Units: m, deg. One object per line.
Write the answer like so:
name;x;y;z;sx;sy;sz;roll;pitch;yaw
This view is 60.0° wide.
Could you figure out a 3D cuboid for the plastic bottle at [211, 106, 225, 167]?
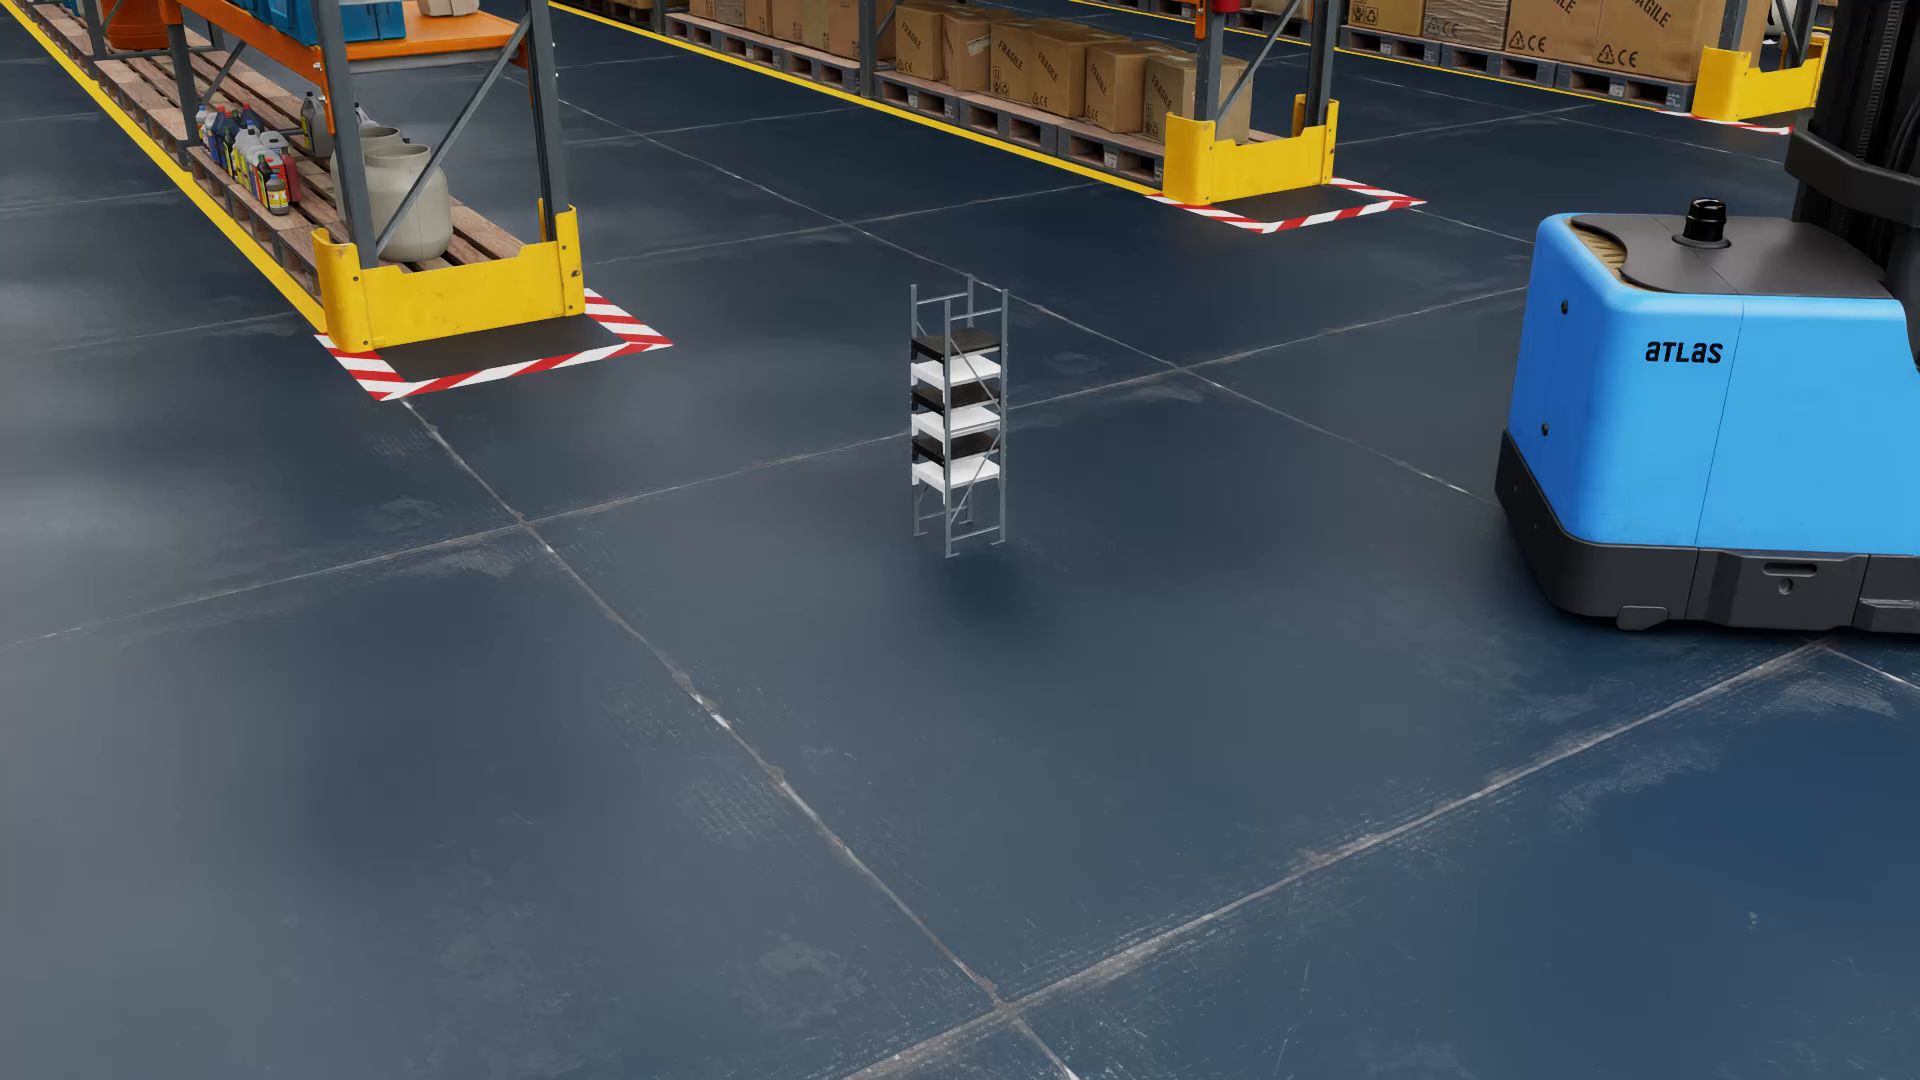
plastic bottle;-4.395;-2.421;9.953;0.144;0.351;0.185;-15;29;-28

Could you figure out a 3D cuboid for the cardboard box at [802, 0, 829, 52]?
cardboard box;-0.900;-4.428;14.029;0.700;0.500;0.500;-16;29;-30

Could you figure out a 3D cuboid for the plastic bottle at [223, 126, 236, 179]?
plastic bottle;-4.237;-2.254;9.678;0.061;0.283;0.133;-14;29;-27

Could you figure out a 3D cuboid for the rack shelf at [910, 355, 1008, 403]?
rack shelf;-0.004;-0.542;5.501;0.258;0.077;0.200;-16;29;-30

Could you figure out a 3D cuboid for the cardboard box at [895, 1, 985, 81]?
cardboard box;-0.153;-3.867;12.864;0.500;0.500;0.500;-17;30;-31

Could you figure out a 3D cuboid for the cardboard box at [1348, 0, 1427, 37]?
cardboard box;4.157;-5.067;14.967;0.875;0.875;0.875;-15;29;-29

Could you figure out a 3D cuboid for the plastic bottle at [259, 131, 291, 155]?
plastic bottle;-3.950;-2.211;9.596;0.152;0.276;0.135;-16;29;-30

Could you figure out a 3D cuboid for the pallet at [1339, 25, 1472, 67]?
pallet;4.222;-4.528;15.095;1.003;0.211;1.213;-16;29;-30

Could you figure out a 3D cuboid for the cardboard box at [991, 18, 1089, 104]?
cardboard box;0.570;-3.460;12.002;0.500;0.500;0.500;-19;31;-34

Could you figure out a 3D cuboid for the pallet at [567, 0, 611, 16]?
pallet;-3.551;-5.865;17.927;1.003;0.211;1.213;-16;29;-30

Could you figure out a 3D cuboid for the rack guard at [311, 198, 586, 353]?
rack guard;-2.385;-1.261;7.835;1.175;0.500;0.348;-16;29;-30

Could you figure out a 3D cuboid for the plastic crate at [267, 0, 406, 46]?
plastic crate;-2.828;-2.417;7.530;0.499;0.251;0.616;-16;29;-30

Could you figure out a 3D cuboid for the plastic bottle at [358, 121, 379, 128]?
plastic bottle;-3.529;-2.366;9.924;0.152;0.276;0.135;-15;29;-29

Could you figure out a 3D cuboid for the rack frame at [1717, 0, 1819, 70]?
rack frame;6.056;-4.649;12.084;1.000;3.000;0.127;-16;29;-30

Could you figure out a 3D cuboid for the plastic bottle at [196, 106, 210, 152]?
plastic bottle;-4.681;-2.555;10.328;0.097;0.271;0.097;0;25;0

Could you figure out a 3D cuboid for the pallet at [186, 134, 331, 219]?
pallet;-4.156;-2.295;10.363;1.003;0.211;1.213;-16;29;-30

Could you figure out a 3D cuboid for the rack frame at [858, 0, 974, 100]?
rack frame;-0.338;-4.960;12.743;1.000;3.000;0.127;-16;29;-30

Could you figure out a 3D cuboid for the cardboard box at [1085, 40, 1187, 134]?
cardboard box;1.163;-3.022;11.073;0.500;0.500;0.500;-8;26;-16

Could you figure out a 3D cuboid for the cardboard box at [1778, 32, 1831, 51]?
cardboard box;7.741;-4.547;15.208;0.380;0.149;0.250;-1;25;-3

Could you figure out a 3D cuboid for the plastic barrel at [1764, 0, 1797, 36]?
plastic barrel;7.752;-5.060;15.972;0.512;0.421;0.421;3;25;6

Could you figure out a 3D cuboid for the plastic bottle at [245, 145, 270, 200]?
plastic bottle;-3.865;-2.043;9.239;0.152;0.276;0.135;-16;30;-31

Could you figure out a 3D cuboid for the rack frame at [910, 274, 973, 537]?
rack frame;-0.060;-0.446;5.641;0.240;0.900;0.006;-16;29;-30

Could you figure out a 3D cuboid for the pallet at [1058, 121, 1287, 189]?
pallet;1.390;-2.594;10.998;1.003;0.211;1.213;-16;29;-30

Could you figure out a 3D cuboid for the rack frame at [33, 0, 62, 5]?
rack frame;-8.855;-6.667;16.359;1.000;3.000;0.127;-16;29;-30

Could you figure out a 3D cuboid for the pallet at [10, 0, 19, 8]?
pallet;-9.959;-6.097;18.417;1.003;0.211;1.213;-16;29;-30

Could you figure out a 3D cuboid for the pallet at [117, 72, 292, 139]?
pallet;-5.619;-3.253;12.394;1.003;0.211;1.213;-16;29;-30

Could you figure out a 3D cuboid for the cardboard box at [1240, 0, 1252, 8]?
cardboard box;2.935;-5.799;16.664;1.050;0.750;0.750;-16;29;-30

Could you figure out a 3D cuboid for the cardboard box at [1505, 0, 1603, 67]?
cardboard box;5.149;-4.419;13.595;0.875;0.875;0.875;-16;30;-30

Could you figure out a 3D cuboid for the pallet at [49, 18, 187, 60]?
pallet;-7.799;-4.683;15.424;1.003;0.211;1.213;-16;29;-30

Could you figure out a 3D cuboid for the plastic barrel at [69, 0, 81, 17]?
plastic barrel;-8.186;-5.456;15.760;0.600;0.901;0.708;-16;29;-30

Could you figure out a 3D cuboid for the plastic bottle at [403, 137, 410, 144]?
plastic bottle;-3.141;-2.152;9.461;0.061;0.283;0.133;-15;29;-29

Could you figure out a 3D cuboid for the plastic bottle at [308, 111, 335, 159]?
plastic bottle;-3.901;-2.497;10.202;0.152;0.276;0.135;-16;29;-30

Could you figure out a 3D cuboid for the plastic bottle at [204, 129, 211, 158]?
plastic bottle;-4.570;-2.450;10.189;0.097;0.201;0.097;0;25;0

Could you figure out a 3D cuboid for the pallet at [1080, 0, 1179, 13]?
pallet;2.056;-5.950;18.106;1.003;0.211;1.213;-16;29;-30

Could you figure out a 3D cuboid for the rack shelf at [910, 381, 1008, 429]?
rack shelf;-0.004;-0.461;5.540;0.258;0.077;0.200;-16;29;-30

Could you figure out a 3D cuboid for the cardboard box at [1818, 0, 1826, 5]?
cardboard box;8.653;-5.564;16.752;0.500;0.250;0.500;-16;30;-30

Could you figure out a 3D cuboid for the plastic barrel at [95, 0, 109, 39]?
plastic barrel;-7.336;-4.653;14.516;0.421;0.512;0.421;0;25;0

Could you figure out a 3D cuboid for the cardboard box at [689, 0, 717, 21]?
cardboard box;-2.139;-5.224;15.715;0.700;0.500;0.500;-17;30;-32

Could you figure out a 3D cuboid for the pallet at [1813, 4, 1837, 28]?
pallet;9.031;-5.340;16.813;1.003;0.211;1.213;-16;29;-30

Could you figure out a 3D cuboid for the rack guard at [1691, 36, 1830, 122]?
rack guard;6.069;-3.510;12.599;1.175;0.500;0.348;-16;29;-30

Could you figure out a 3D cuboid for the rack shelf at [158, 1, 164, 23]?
rack shelf;-5.580;-4.196;11.967;1.077;0.370;4.000;-16;29;-30

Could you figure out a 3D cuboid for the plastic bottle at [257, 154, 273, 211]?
plastic bottle;-3.753;-1.938;9.008;0.061;0.283;0.133;-15;29;-28

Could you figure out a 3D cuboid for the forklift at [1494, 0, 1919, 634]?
forklift;3.384;-1.196;4.851;3.031;2.935;1.130;2;25;5

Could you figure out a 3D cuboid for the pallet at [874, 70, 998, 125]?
pallet;0.058;-3.467;12.847;1.003;0.211;1.213;-16;29;-30

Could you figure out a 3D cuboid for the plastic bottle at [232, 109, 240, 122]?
plastic bottle;-4.393;-2.476;10.147;0.061;0.283;0.133;-16;29;-30

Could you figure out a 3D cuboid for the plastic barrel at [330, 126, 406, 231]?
plastic barrel;-3.001;-1.837;8.549;0.421;0.512;0.421;0;25;0

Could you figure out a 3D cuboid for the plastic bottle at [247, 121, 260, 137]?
plastic bottle;-4.215;-2.362;9.919;0.097;0.271;0.097;0;25;0

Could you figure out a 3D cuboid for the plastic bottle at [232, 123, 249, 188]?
plastic bottle;-4.060;-2.202;9.488;0.144;0.351;0.185;-16;30;-30

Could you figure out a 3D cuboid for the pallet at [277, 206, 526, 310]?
pallet;-2.824;-1.422;8.515;1.003;0.211;1.213;-16;29;-30

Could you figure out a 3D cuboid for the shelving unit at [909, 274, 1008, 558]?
shelving unit;-0.004;-0.410;5.564;0.258;0.900;0.210;-16;29;-30

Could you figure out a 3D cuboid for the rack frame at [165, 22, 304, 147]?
rack frame;-4.488;-3.806;10.298;1.000;3.000;0.127;-16;29;-30

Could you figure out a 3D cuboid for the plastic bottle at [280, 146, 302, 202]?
plastic bottle;-3.700;-2.022;9.185;0.061;0.283;0.133;-16;29;-30

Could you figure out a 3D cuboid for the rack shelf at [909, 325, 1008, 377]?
rack shelf;-0.004;-0.624;5.463;0.258;0.077;0.200;-16;29;-30

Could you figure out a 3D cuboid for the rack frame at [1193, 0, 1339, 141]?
rack frame;1.845;-3.529;9.712;1.000;3.000;0.127;-16;29;-30

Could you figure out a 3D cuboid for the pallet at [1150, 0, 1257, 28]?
pallet;2.718;-5.514;17.183;1.003;0.211;1.213;-16;29;-30

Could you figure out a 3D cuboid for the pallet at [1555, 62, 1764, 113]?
pallet;5.554;-3.656;13.246;1.003;0.211;1.213;-16;29;-30

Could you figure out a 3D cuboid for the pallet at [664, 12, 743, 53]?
pallet;-2.096;-4.850;15.776;1.003;0.211;1.213;-16;29;-30

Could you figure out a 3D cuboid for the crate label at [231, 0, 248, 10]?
crate label;-3.536;-2.986;8.520;0.502;0.435;0.616;-16;29;-30

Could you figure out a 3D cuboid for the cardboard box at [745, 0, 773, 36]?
cardboard box;-1.511;-4.828;14.875;0.700;0.500;0.500;-13;28;-25
